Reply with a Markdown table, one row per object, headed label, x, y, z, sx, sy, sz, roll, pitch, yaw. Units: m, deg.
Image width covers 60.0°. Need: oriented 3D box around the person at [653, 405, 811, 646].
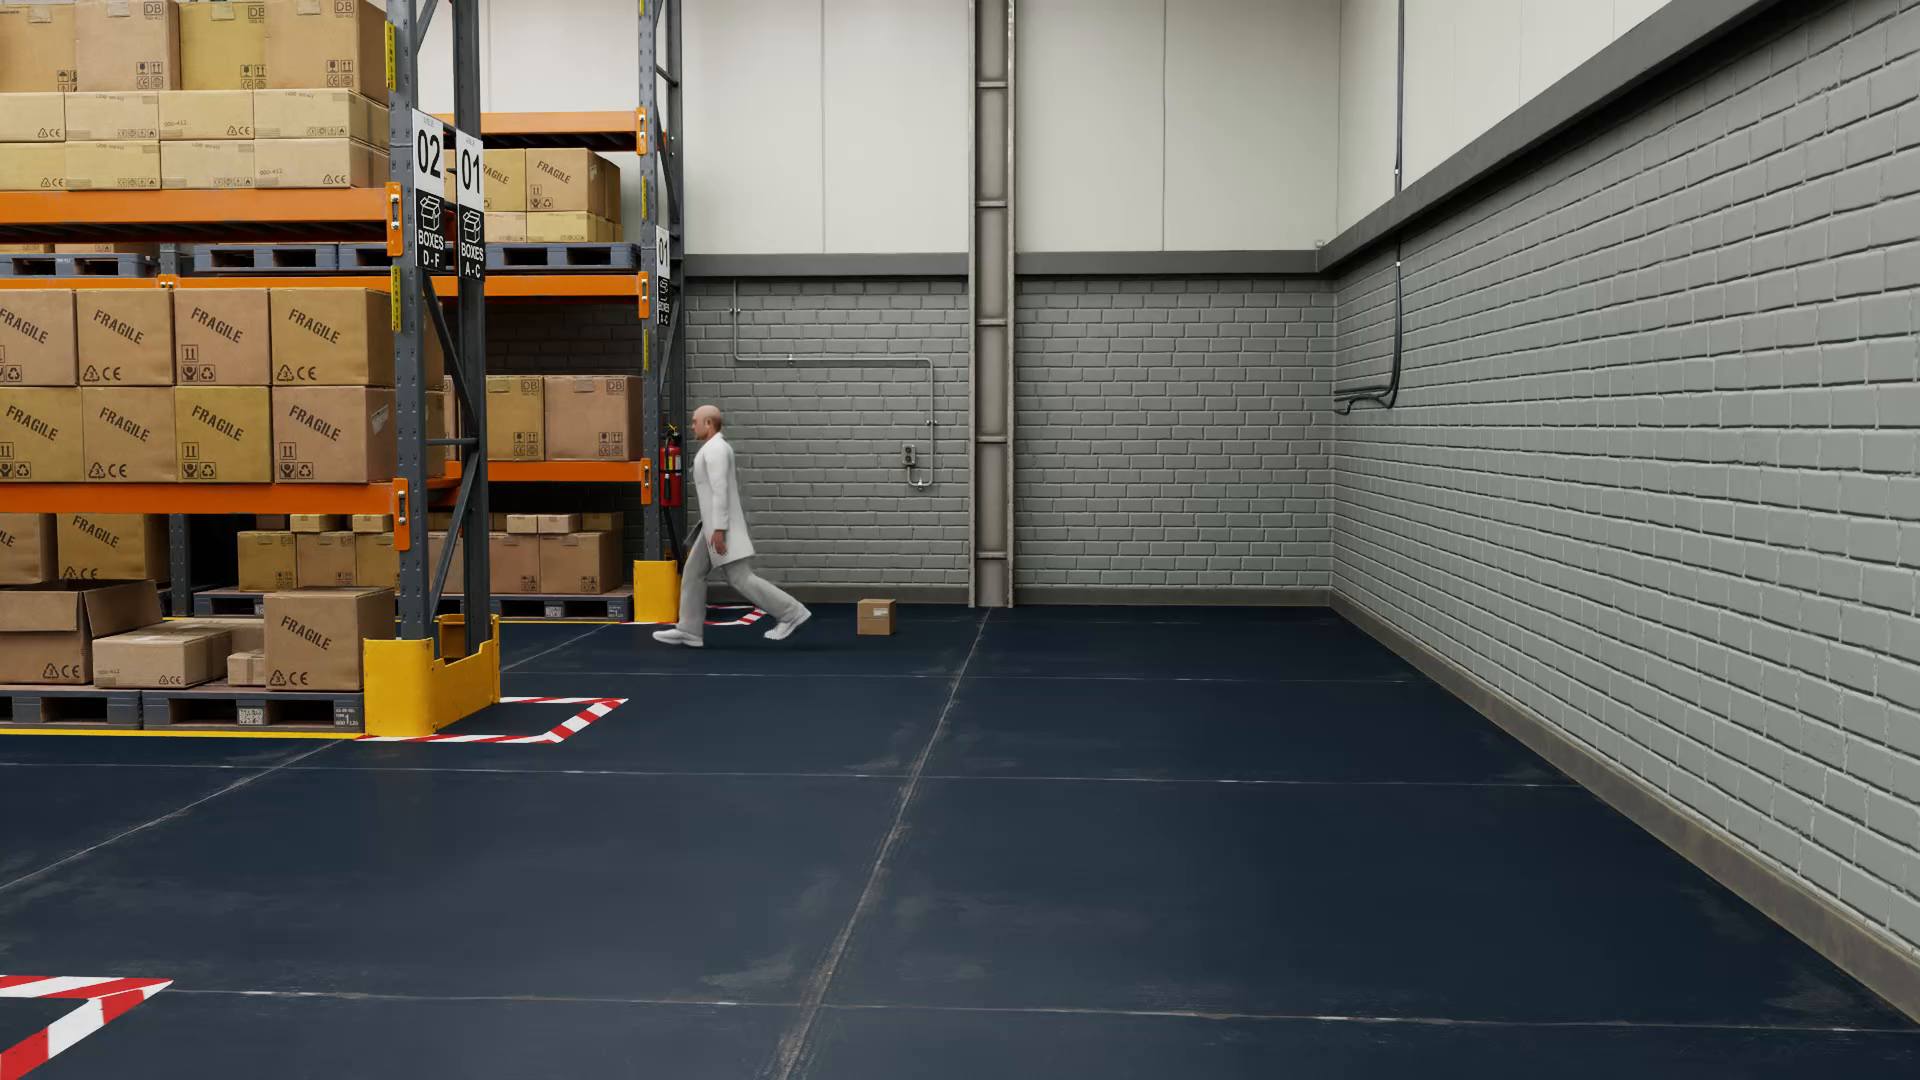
| label | x | y | z | sx | sy | sz | roll | pitch | yaw |
| --- | --- | --- | --- | --- | --- | --- | --- | --- | --- |
| person | -1.629 | -0.094 | 11.823 | 1.127 | 1.725 | 0.589 | -1 | 4 | -8 |
